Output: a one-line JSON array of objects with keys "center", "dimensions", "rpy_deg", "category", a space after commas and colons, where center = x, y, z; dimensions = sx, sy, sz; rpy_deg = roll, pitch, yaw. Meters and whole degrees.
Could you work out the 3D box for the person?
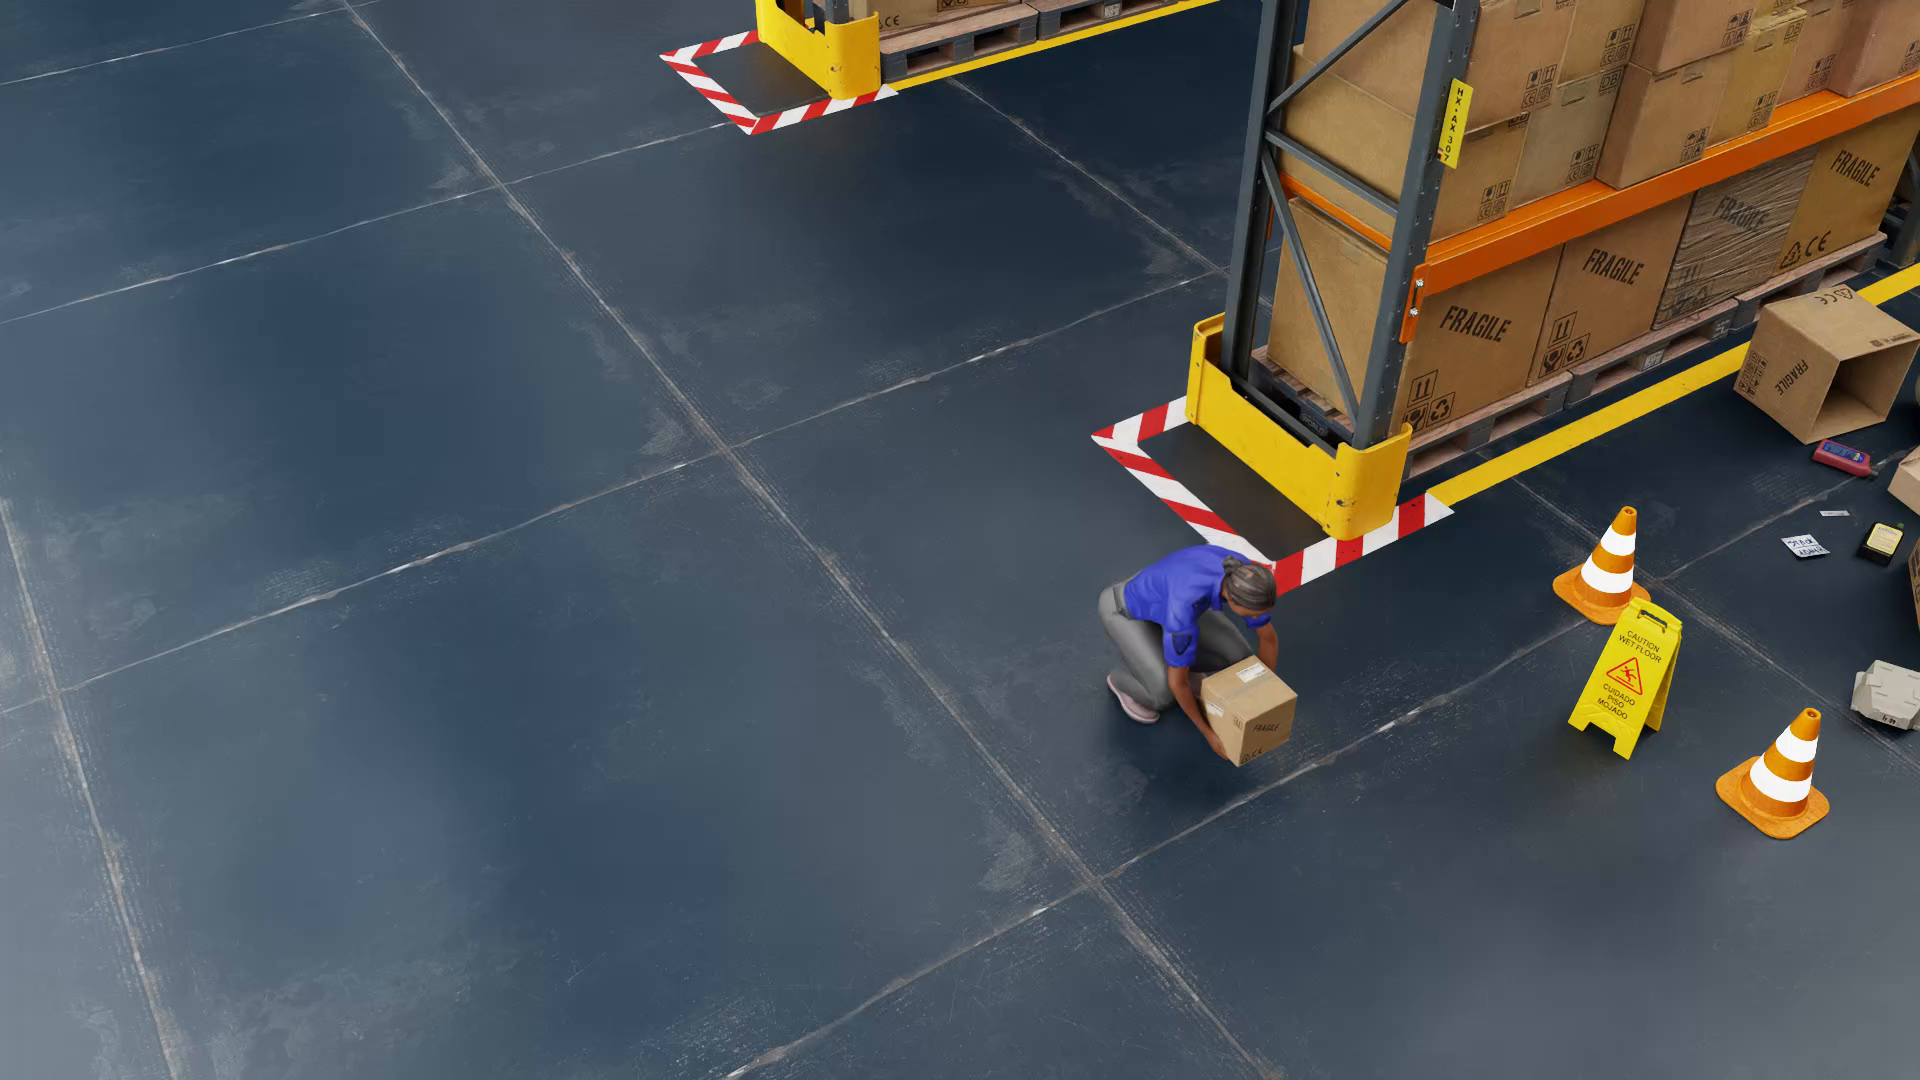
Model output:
[{"center": [0.897, 0.346, 6.340], "dimensions": [0.501, 0.915, 0.830], "rpy_deg": [-23, 46, -24], "category": "person"}]
